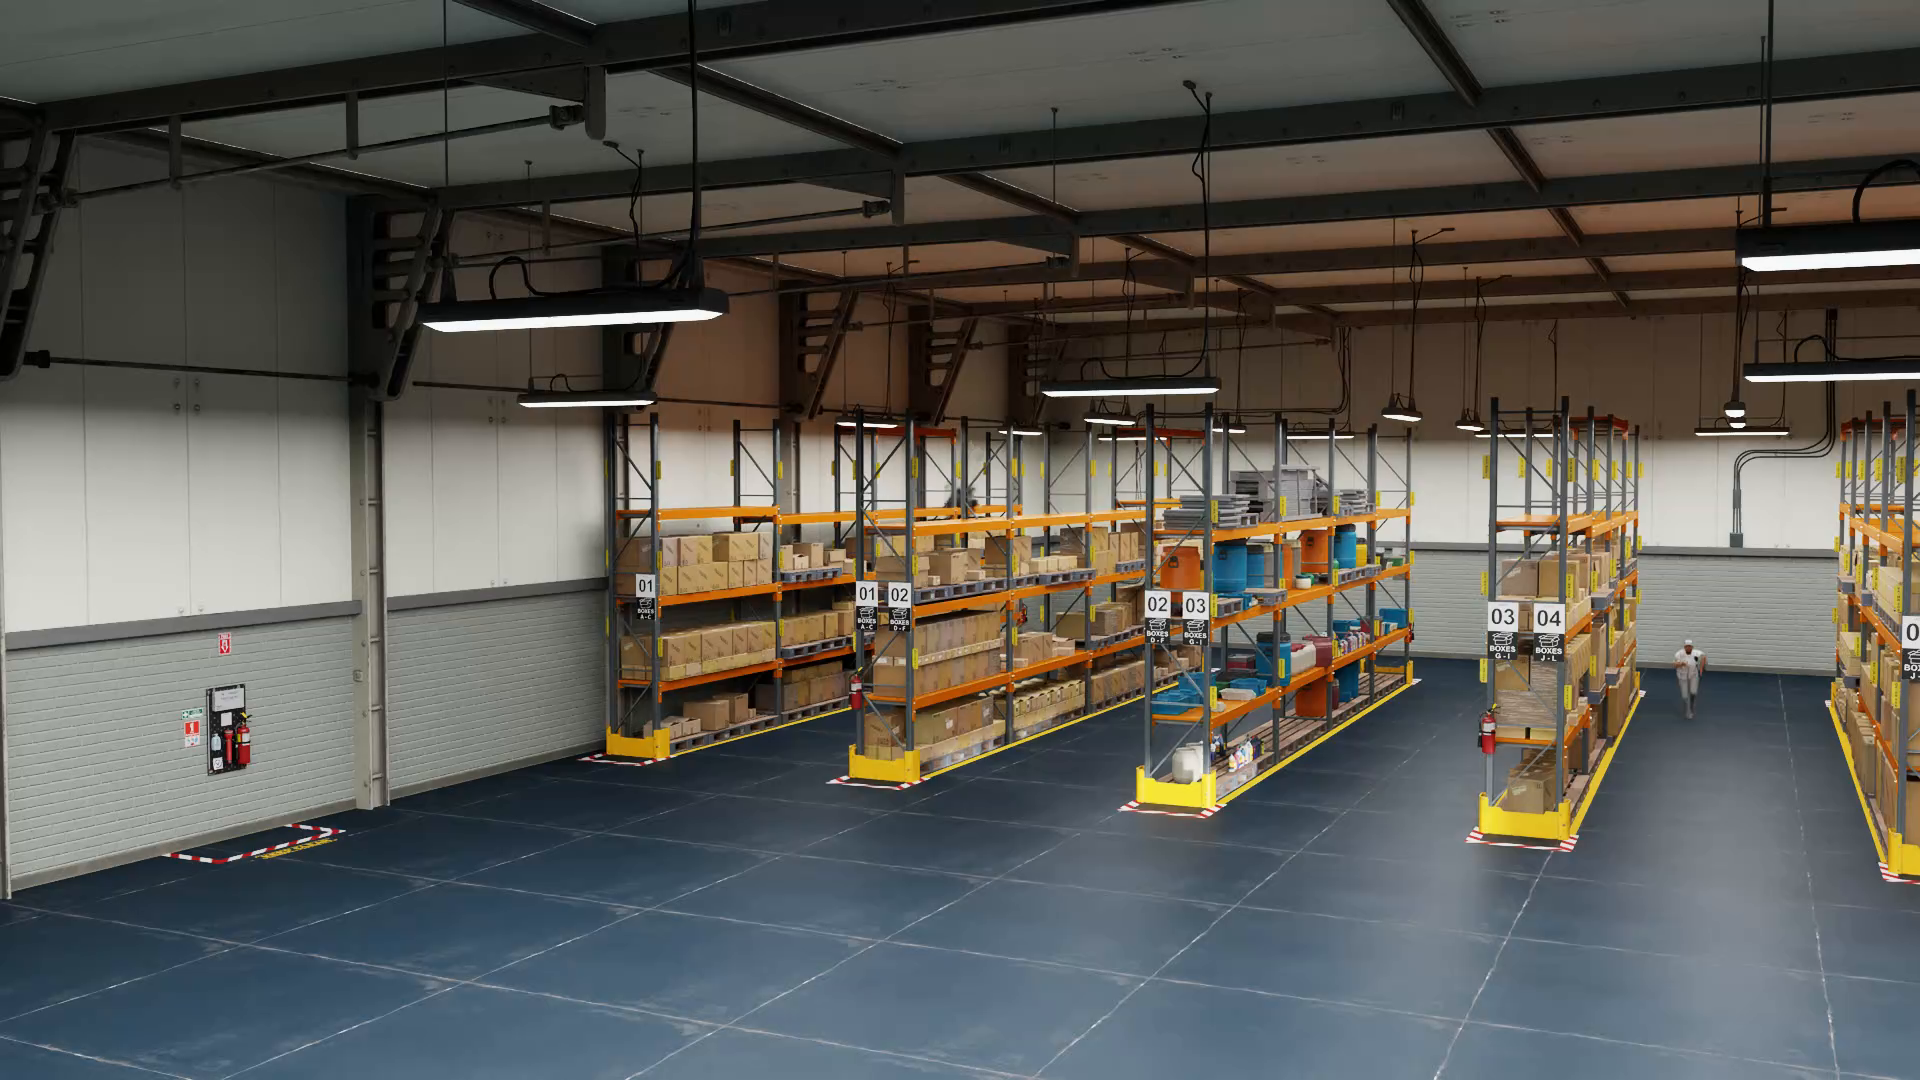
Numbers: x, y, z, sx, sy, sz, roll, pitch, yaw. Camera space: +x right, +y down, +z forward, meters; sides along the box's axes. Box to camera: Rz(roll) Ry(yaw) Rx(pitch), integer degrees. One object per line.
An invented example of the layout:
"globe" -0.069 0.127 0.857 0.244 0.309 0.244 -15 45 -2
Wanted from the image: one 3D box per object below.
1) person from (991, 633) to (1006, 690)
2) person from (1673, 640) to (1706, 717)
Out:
"person" 0.818 2.739 35.371 0.535 1.548 0.565 1 3 27
"person" 14.653 2.788 33.420 0.579 1.598 0.782 1 3 28
